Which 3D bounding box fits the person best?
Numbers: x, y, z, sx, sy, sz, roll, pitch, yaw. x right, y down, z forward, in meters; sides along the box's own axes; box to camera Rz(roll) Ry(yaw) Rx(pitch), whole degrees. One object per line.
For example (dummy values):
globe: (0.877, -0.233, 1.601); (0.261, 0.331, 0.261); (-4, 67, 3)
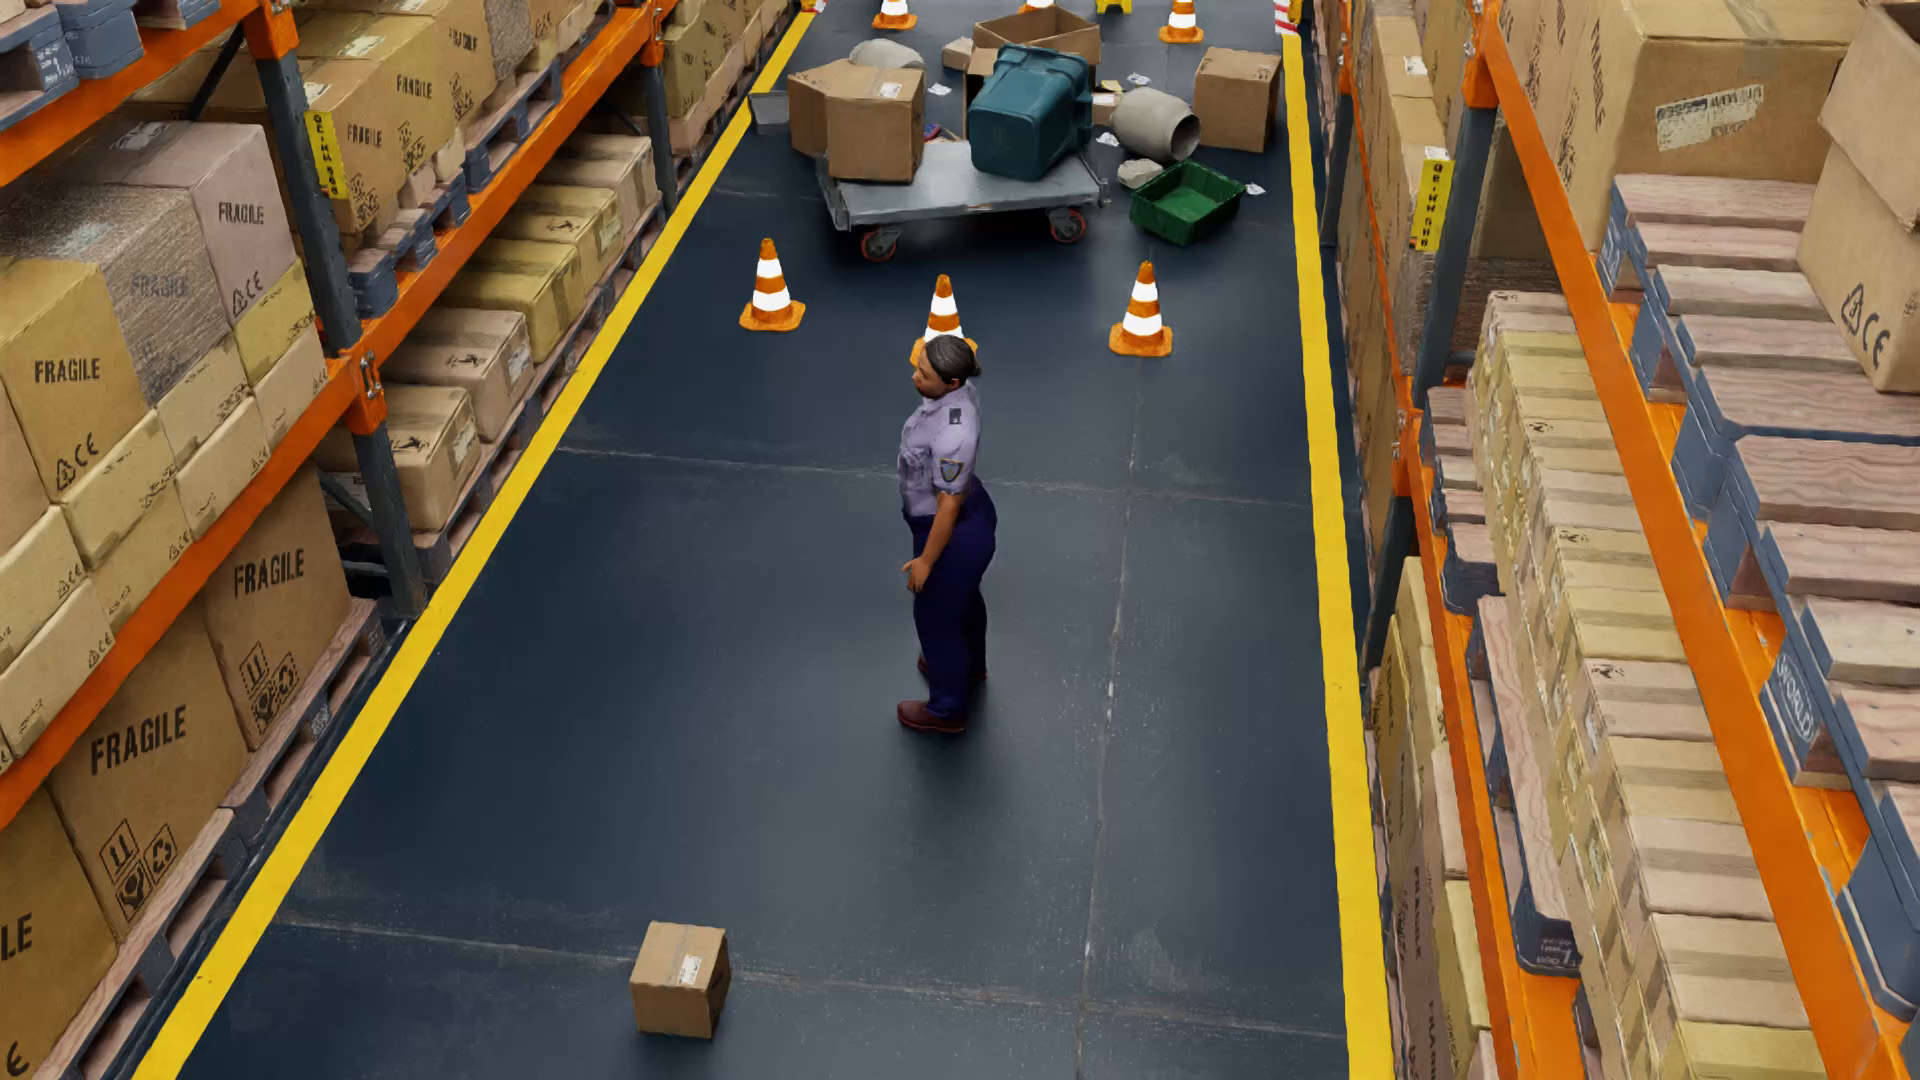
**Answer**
person: (-0.055, -0.025, 6.160); (0.379, 1.656, 0.520); (2, 36, 3)
